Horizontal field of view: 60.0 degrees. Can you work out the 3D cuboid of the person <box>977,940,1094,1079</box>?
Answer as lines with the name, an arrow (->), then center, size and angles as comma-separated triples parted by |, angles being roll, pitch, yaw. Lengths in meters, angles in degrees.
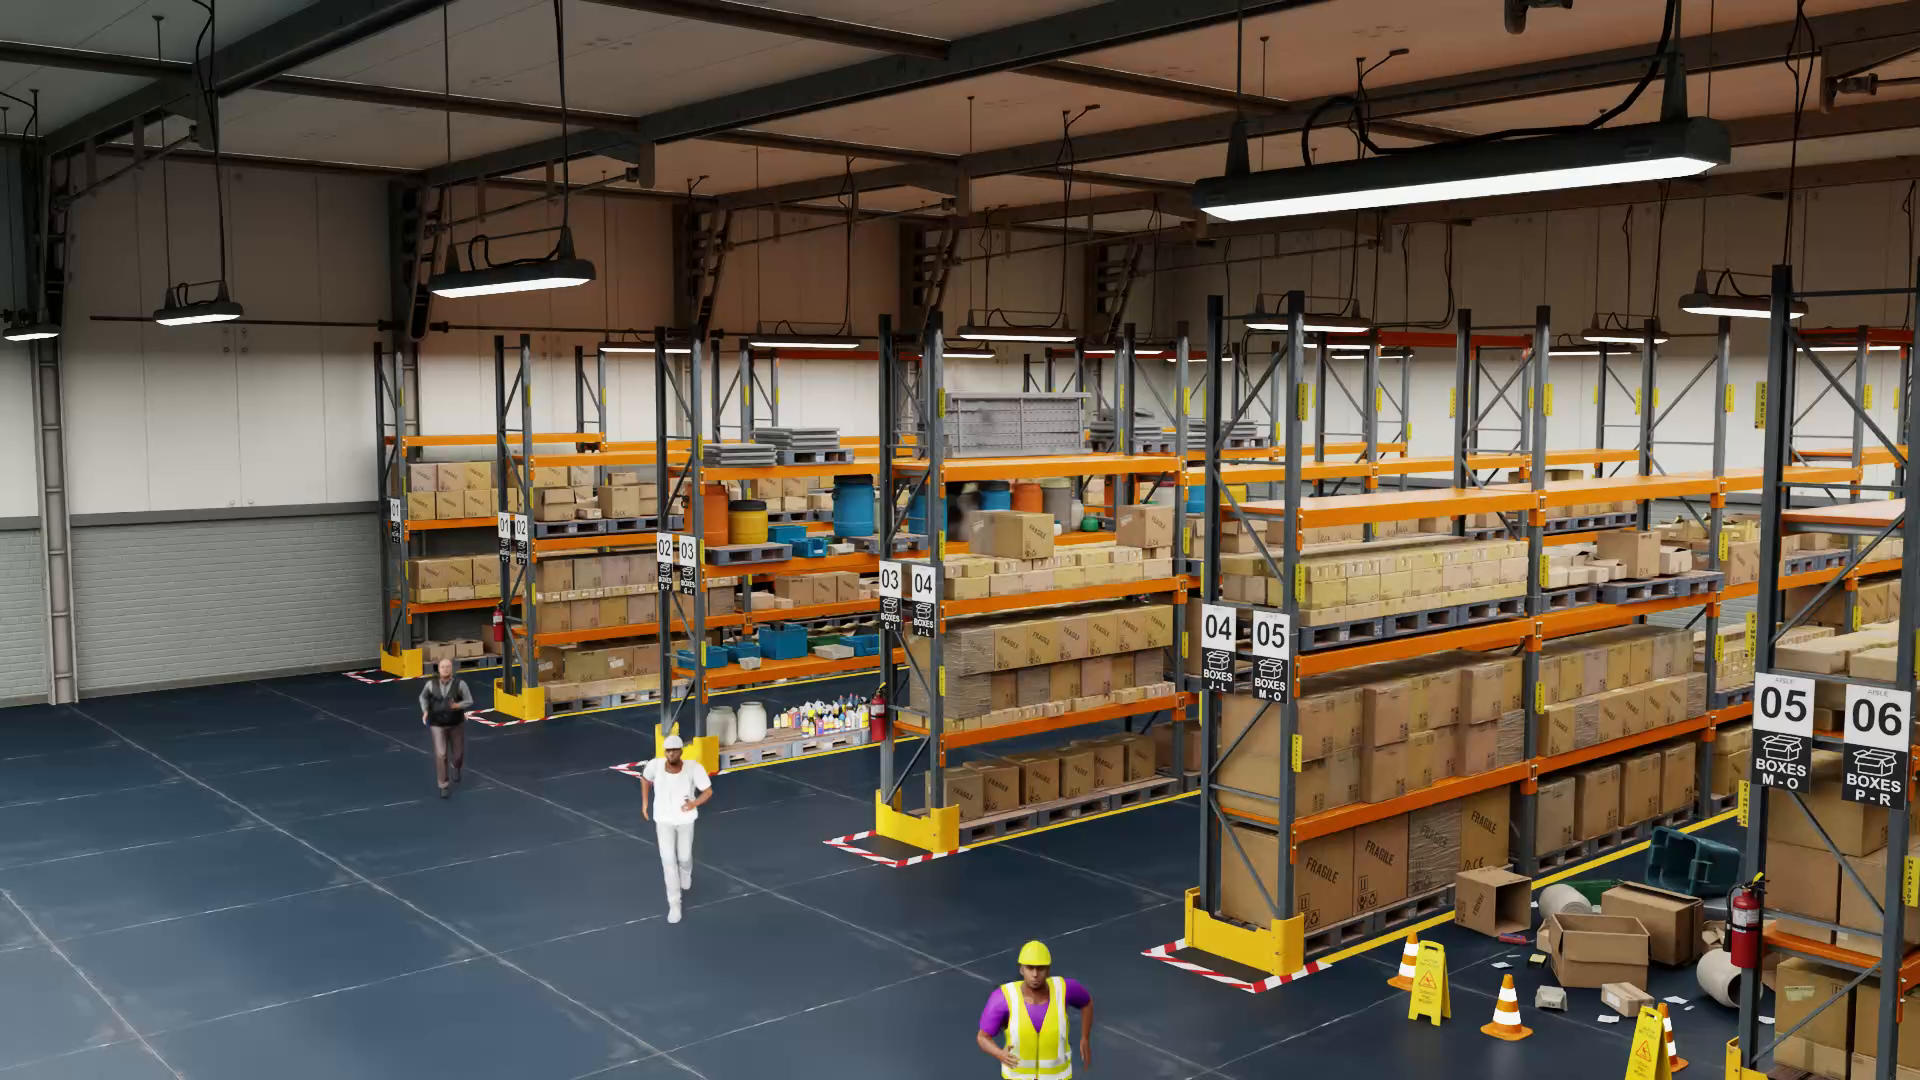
person -> 0.471, 3.364, 10.327 | 0.729, 1.828, 0.911 | 0, 5, 2

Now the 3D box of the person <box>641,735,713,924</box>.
person -> -2.812, 2.785, 16.503 | 0.727, 1.765, 1.040 | 0, 5, -2

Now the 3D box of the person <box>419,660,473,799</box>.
person -> -6.536, 2.368, 21.179 | 0.663, 1.699, 0.958 | -2, 5, -17
